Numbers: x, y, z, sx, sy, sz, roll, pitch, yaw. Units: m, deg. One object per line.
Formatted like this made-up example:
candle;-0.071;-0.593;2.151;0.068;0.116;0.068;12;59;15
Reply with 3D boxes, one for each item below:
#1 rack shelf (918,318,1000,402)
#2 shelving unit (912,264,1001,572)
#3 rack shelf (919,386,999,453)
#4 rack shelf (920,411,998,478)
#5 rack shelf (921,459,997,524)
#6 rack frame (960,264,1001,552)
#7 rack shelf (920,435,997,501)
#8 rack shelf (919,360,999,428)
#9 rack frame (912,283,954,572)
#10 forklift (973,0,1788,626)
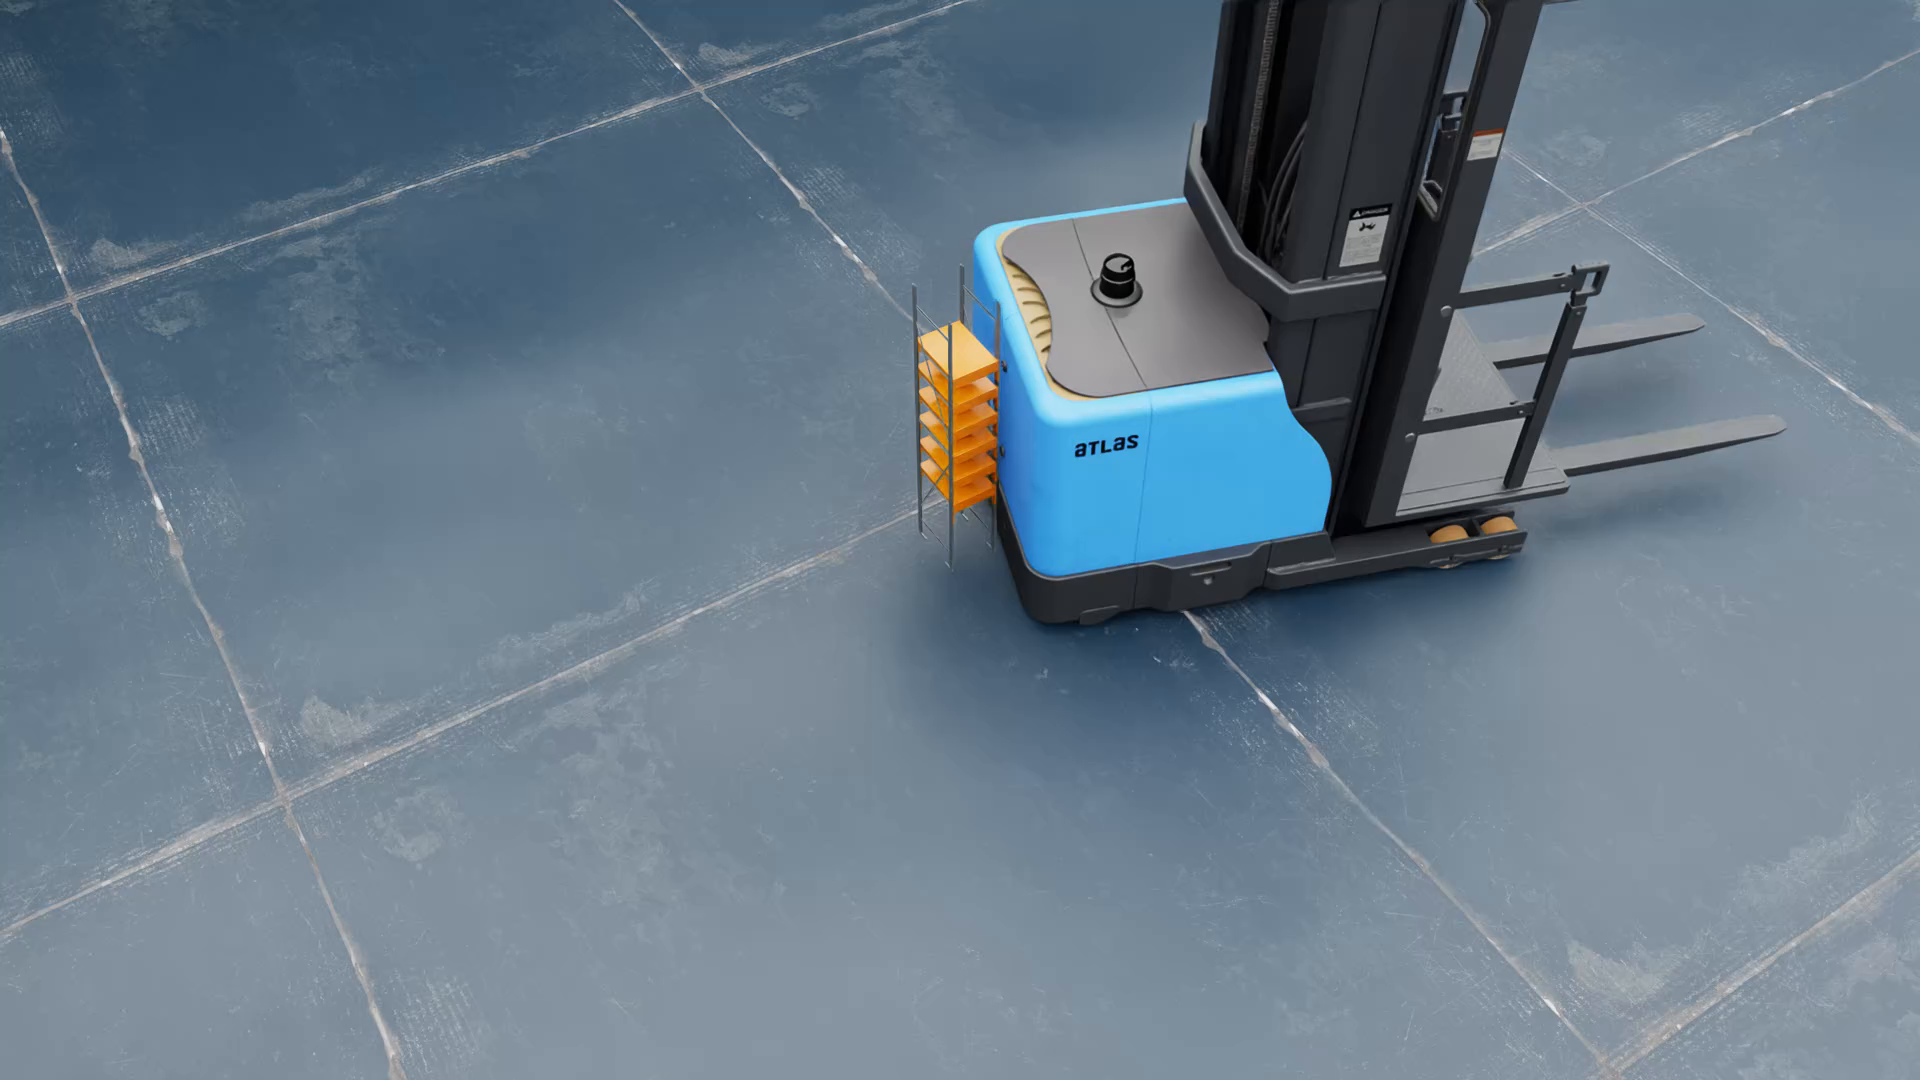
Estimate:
rack shelf;-0.012;-0.603;5.561;0.180;0.103;0.258;-25;53;-21
shelving unit;-0.012;-0.393;5.797;0.189;1.200;0.258;-25;53;-21
rack shelf;-0.012;-0.444;5.740;0.180;0.103;0.258;-25;53;-21
rack shelf;-0.012;-0.364;5.830;0.180;0.103;0.258;-25;53;-21
rack shelf;-0.012;-0.204;6.009;0.180;0.103;0.258;-25;53;-21
rack frame;0.065;-0.430;5.829;0.006;1.200;0.240;-25;53;-21
rack shelf;-0.012;-0.284;5.920;0.180;0.103;0.258;-25;53;-21
rack shelf;-0.012;-0.523;5.651;0.180;0.103;0.258;-25;53;-21
rack frame;-0.090;-0.357;5.764;0.006;1.200;0.240;-25;53;-21
forklift;1.606;-1.248;5.398;3.031;2.935;1.130;-10;49;-8
